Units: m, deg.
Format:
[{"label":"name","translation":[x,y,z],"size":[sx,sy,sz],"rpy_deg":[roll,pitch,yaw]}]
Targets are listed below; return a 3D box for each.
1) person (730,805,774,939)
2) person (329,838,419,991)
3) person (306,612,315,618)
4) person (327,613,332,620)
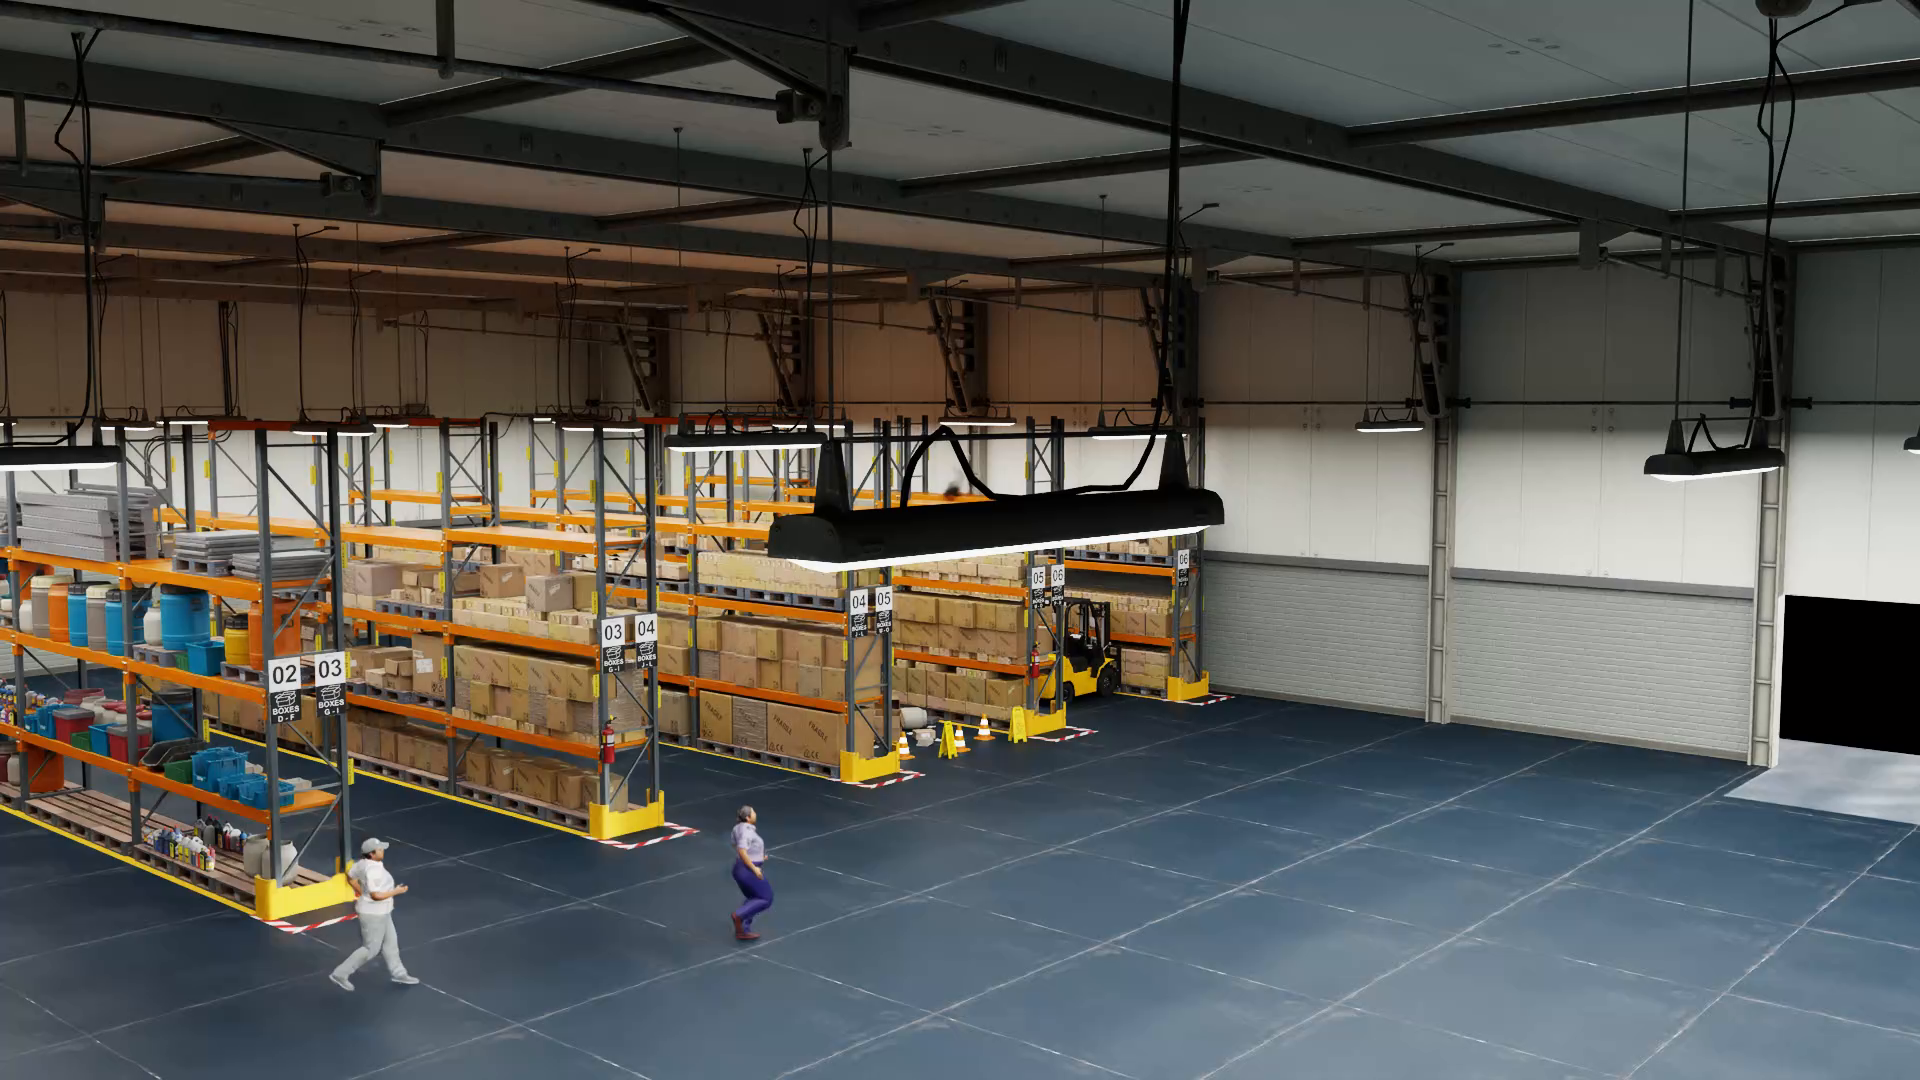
[{"label":"person","translation":[-2.480,3.911,19.574],"size":[0.546,1.603,0.611],"rpy_deg":[-2,5,-27]},{"label":"person","translation":[-6.272,4.010,17.770],"size":[0.925,1.674,0.608],"rpy_deg":[-2,5,-26]},{"label":"person","translation":[-14.472,2.424,36.985],"size":[0.585,1.673,0.902],"rpy_deg":[-2,5,-27]},{"label":"person","translation":[-14.960,2.280,39.045],"size":[0.699,1.649,0.760],"rpy_deg":[-4,6,-40]}]
